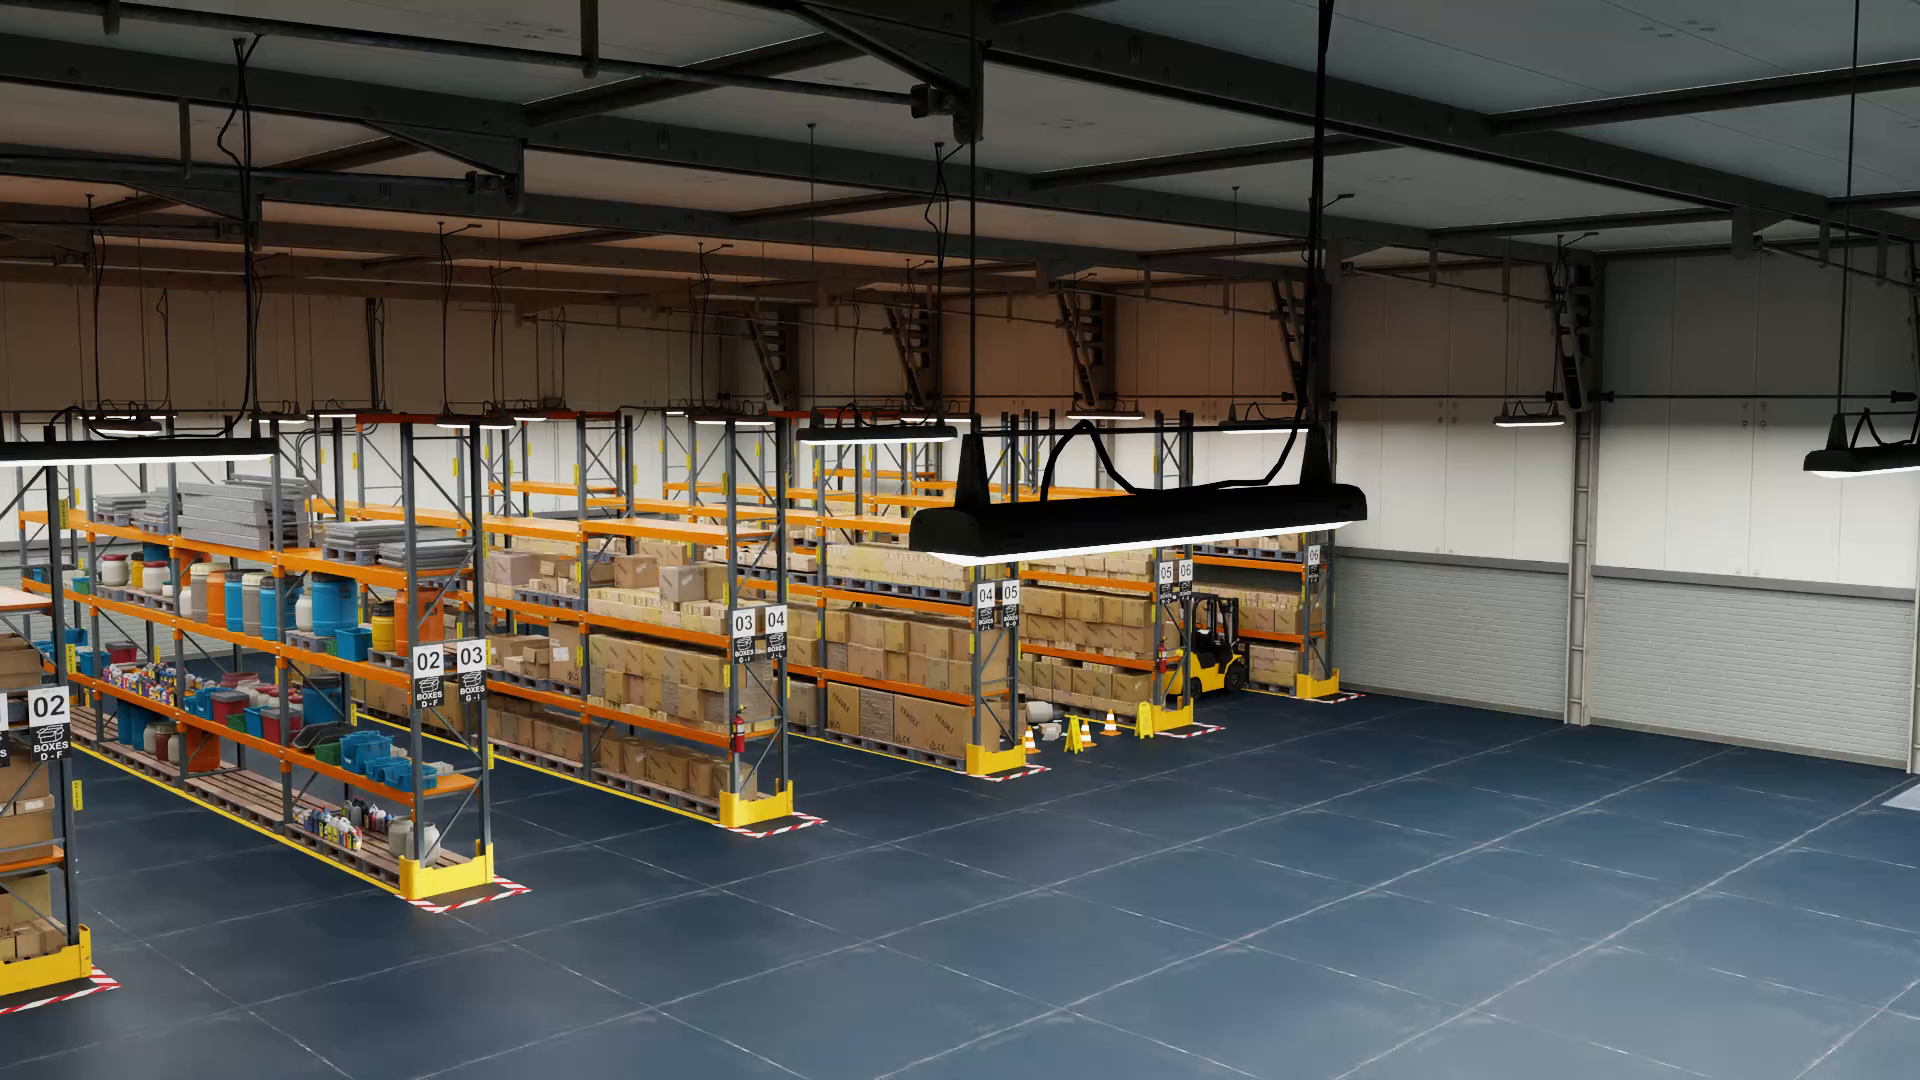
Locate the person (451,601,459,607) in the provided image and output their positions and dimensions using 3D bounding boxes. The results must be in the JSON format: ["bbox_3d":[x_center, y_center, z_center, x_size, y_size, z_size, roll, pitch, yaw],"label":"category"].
[{"bbox_3d":[-11.460,2.220,37.810,0.525,1.691,0.780,-3,6,-34],"label":"person"}]
